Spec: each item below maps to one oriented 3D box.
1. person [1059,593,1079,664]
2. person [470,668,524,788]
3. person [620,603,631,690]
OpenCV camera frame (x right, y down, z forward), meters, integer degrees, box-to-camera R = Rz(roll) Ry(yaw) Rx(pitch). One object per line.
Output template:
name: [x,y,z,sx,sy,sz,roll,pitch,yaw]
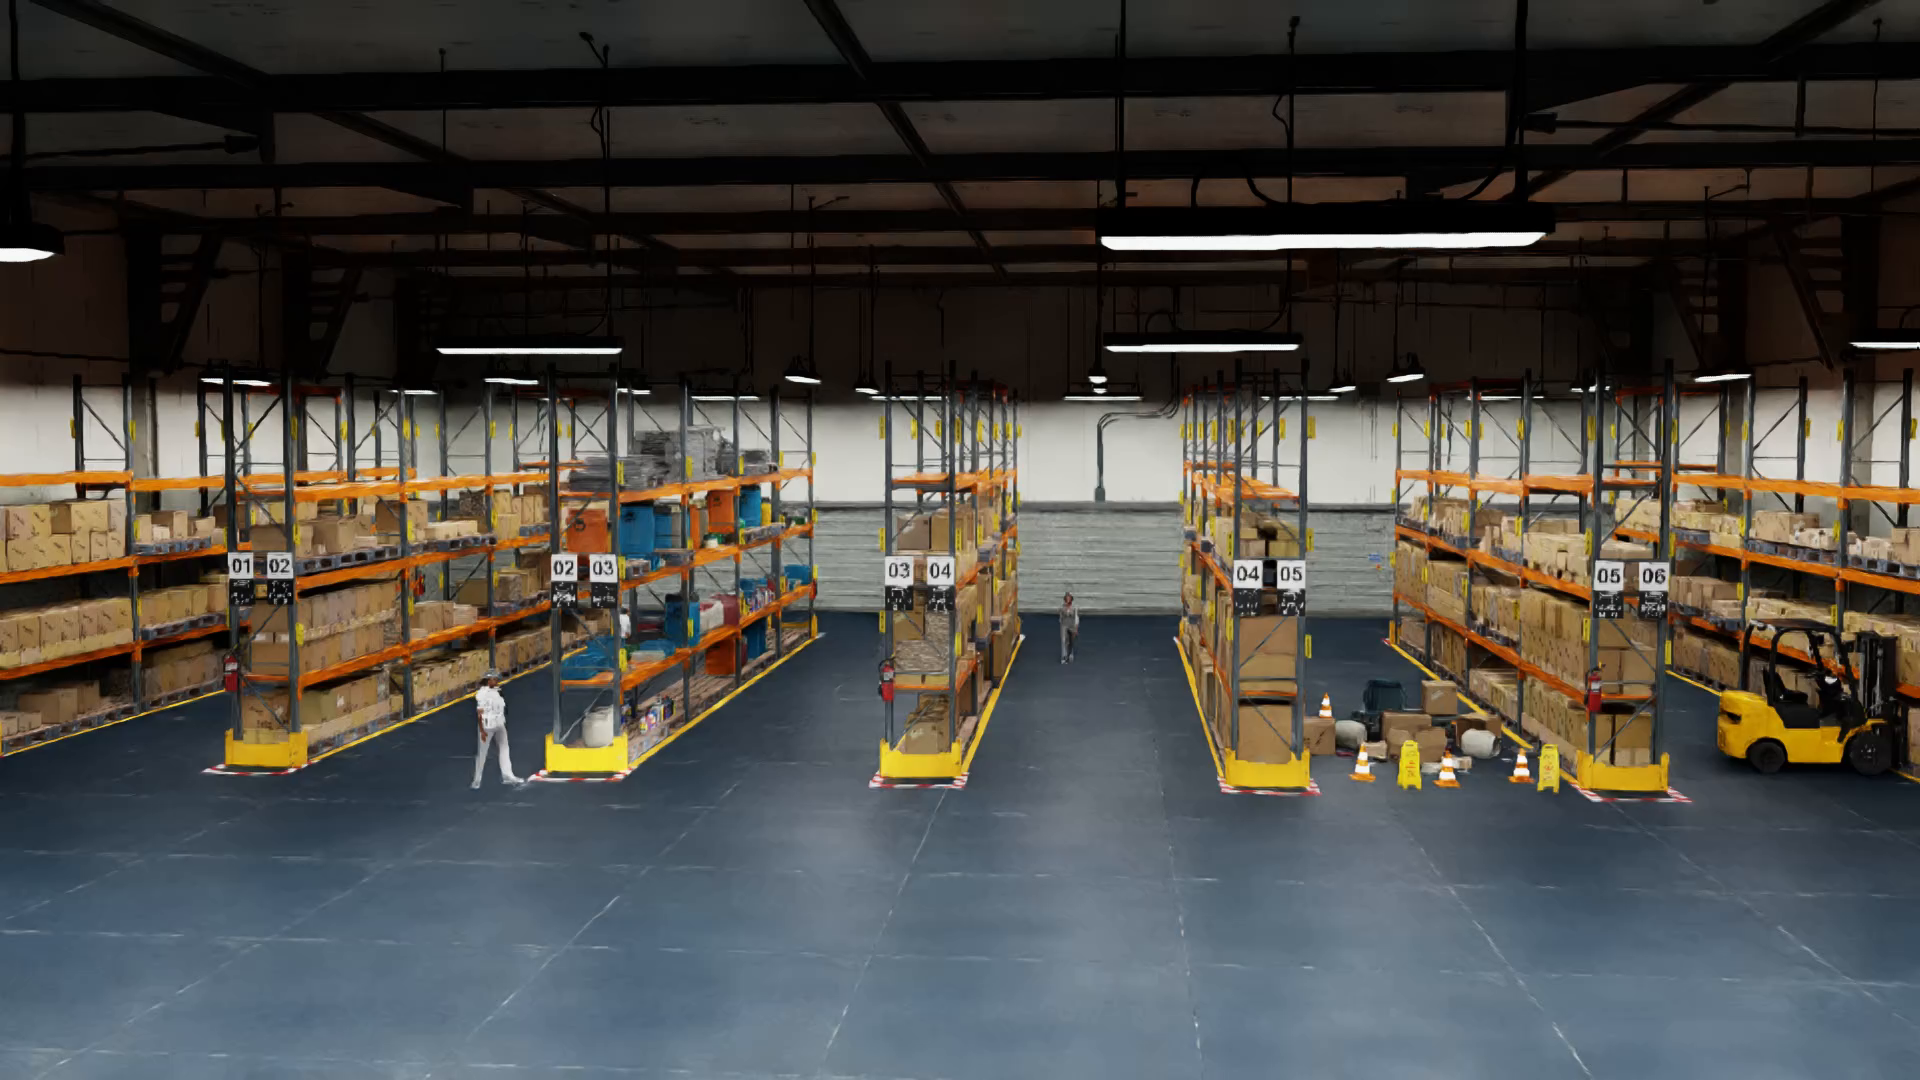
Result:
person: [2.346,1.883,35.721,0.416,1.499,1.039,0,4,3]
person: [-6.551,2.613,23.365,0.518,1.666,0.675,3,5,35]
person: [-6.448,2.043,32.224,0.447,1.668,0.530,-2,4,-26]
